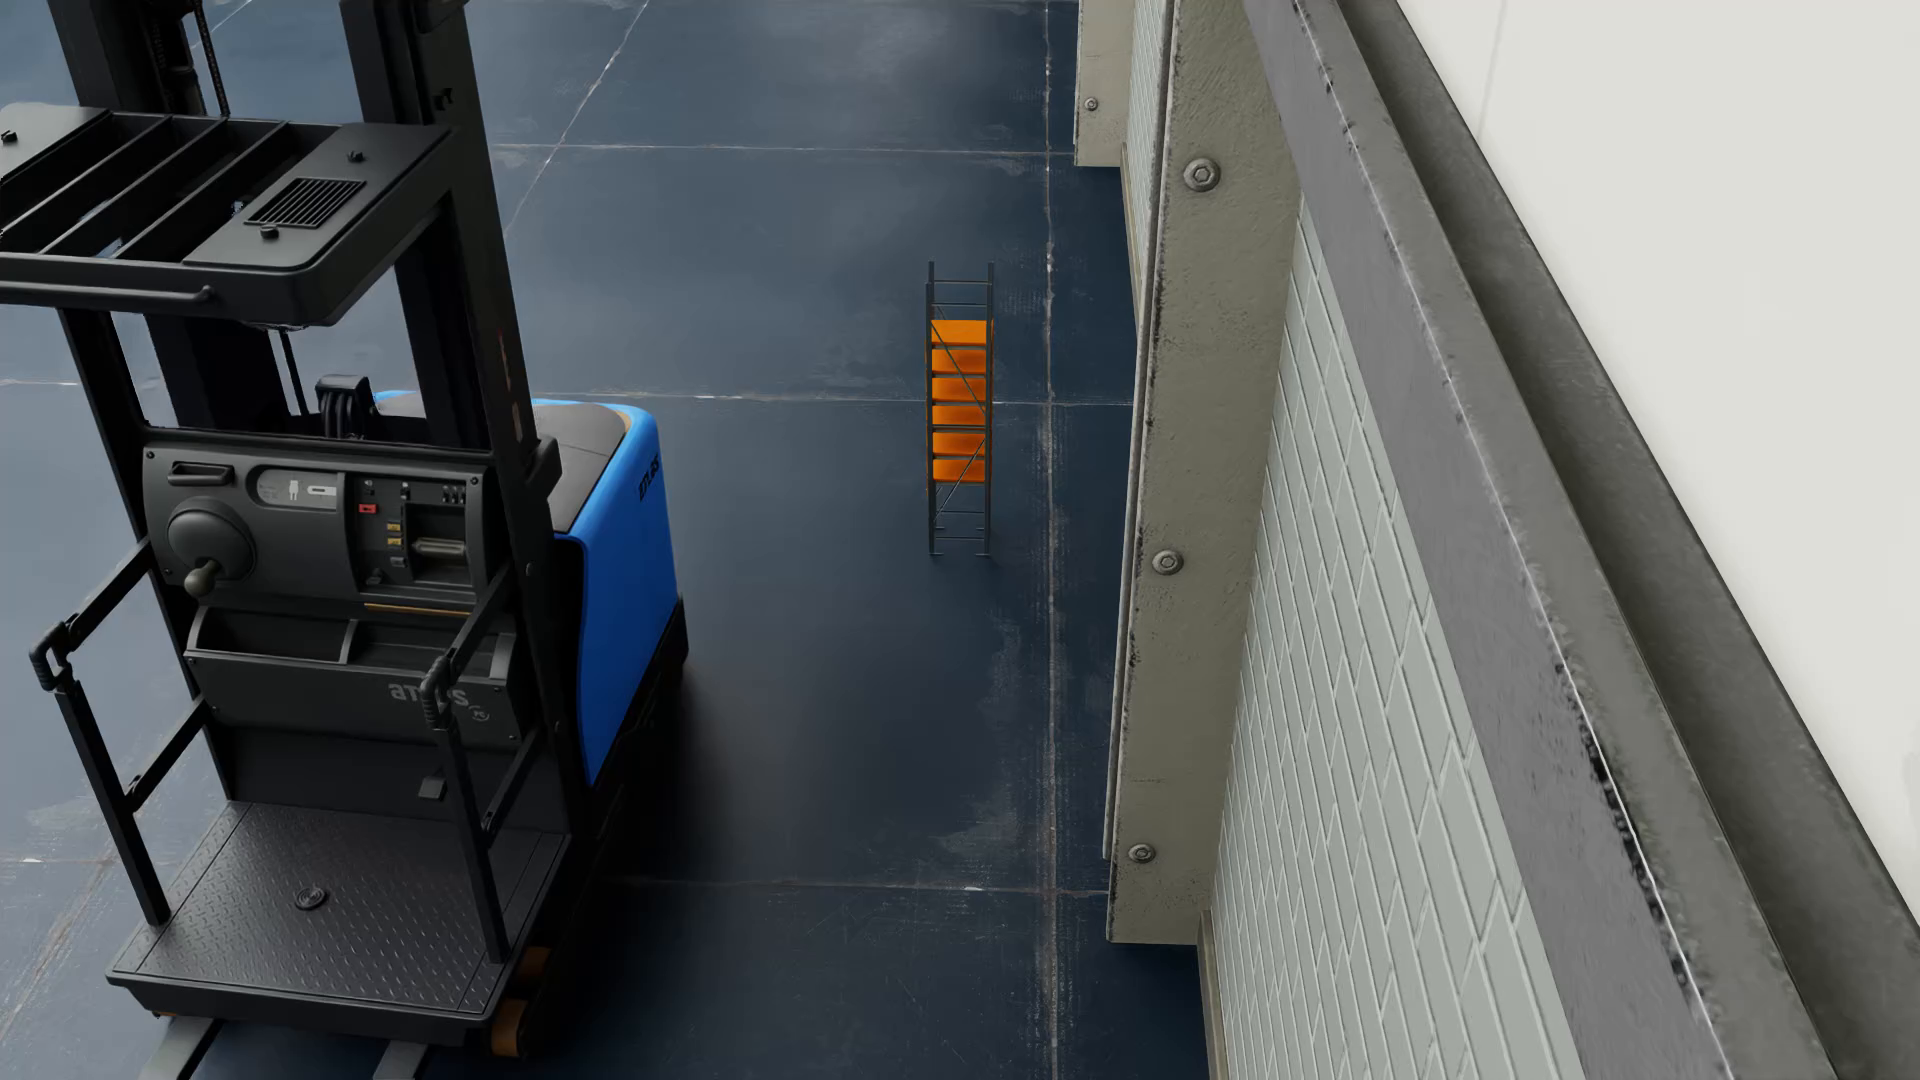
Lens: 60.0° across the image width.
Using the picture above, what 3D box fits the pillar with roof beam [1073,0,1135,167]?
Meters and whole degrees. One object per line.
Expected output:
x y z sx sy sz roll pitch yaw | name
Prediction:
-3.455 -6.125 7.639 9.100 9.000 0.400 1 35 2 | pillar with roof beam

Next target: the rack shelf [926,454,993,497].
-0.001 -0.250 6.557 0.258 0.103 0.180 1 35 2 | rack shelf

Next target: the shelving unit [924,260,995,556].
-0.001 -0.483 6.393 0.258 1.200 0.189 1 35 2 | shelving unit

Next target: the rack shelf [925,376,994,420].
-0.001 -0.544 6.350 0.258 0.103 0.180 1 35 2 | rack shelf

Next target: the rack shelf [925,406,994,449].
-0.001 -0.446 6.419 0.258 0.103 0.180 1 35 2 | rack shelf

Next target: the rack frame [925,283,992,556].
-0.004 -0.430 6.318 0.240 1.200 0.006 1 35 2 | rack frame

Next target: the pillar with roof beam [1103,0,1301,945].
-3.696 -2.678 2.734 9.100 9.000 0.400 1 35 2 | pillar with roof beam

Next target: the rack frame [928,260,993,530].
0.003 -0.535 6.468 0.240 1.200 0.006 1 35 2 | rack frame

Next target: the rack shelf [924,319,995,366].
-0.001 -0.741 6.212 0.258 0.103 0.180 1 35 2 | rack shelf

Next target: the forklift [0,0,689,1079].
-1.703 0.035 4.151 1.130 2.935 3.031 5 35 7 | forklift

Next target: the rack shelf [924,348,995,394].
-0.001 -0.643 6.281 0.258 0.103 0.180 1 35 2 | rack shelf

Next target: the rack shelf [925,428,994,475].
-0.001 -0.348 6.488 0.258 0.103 0.180 1 35 2 | rack shelf
